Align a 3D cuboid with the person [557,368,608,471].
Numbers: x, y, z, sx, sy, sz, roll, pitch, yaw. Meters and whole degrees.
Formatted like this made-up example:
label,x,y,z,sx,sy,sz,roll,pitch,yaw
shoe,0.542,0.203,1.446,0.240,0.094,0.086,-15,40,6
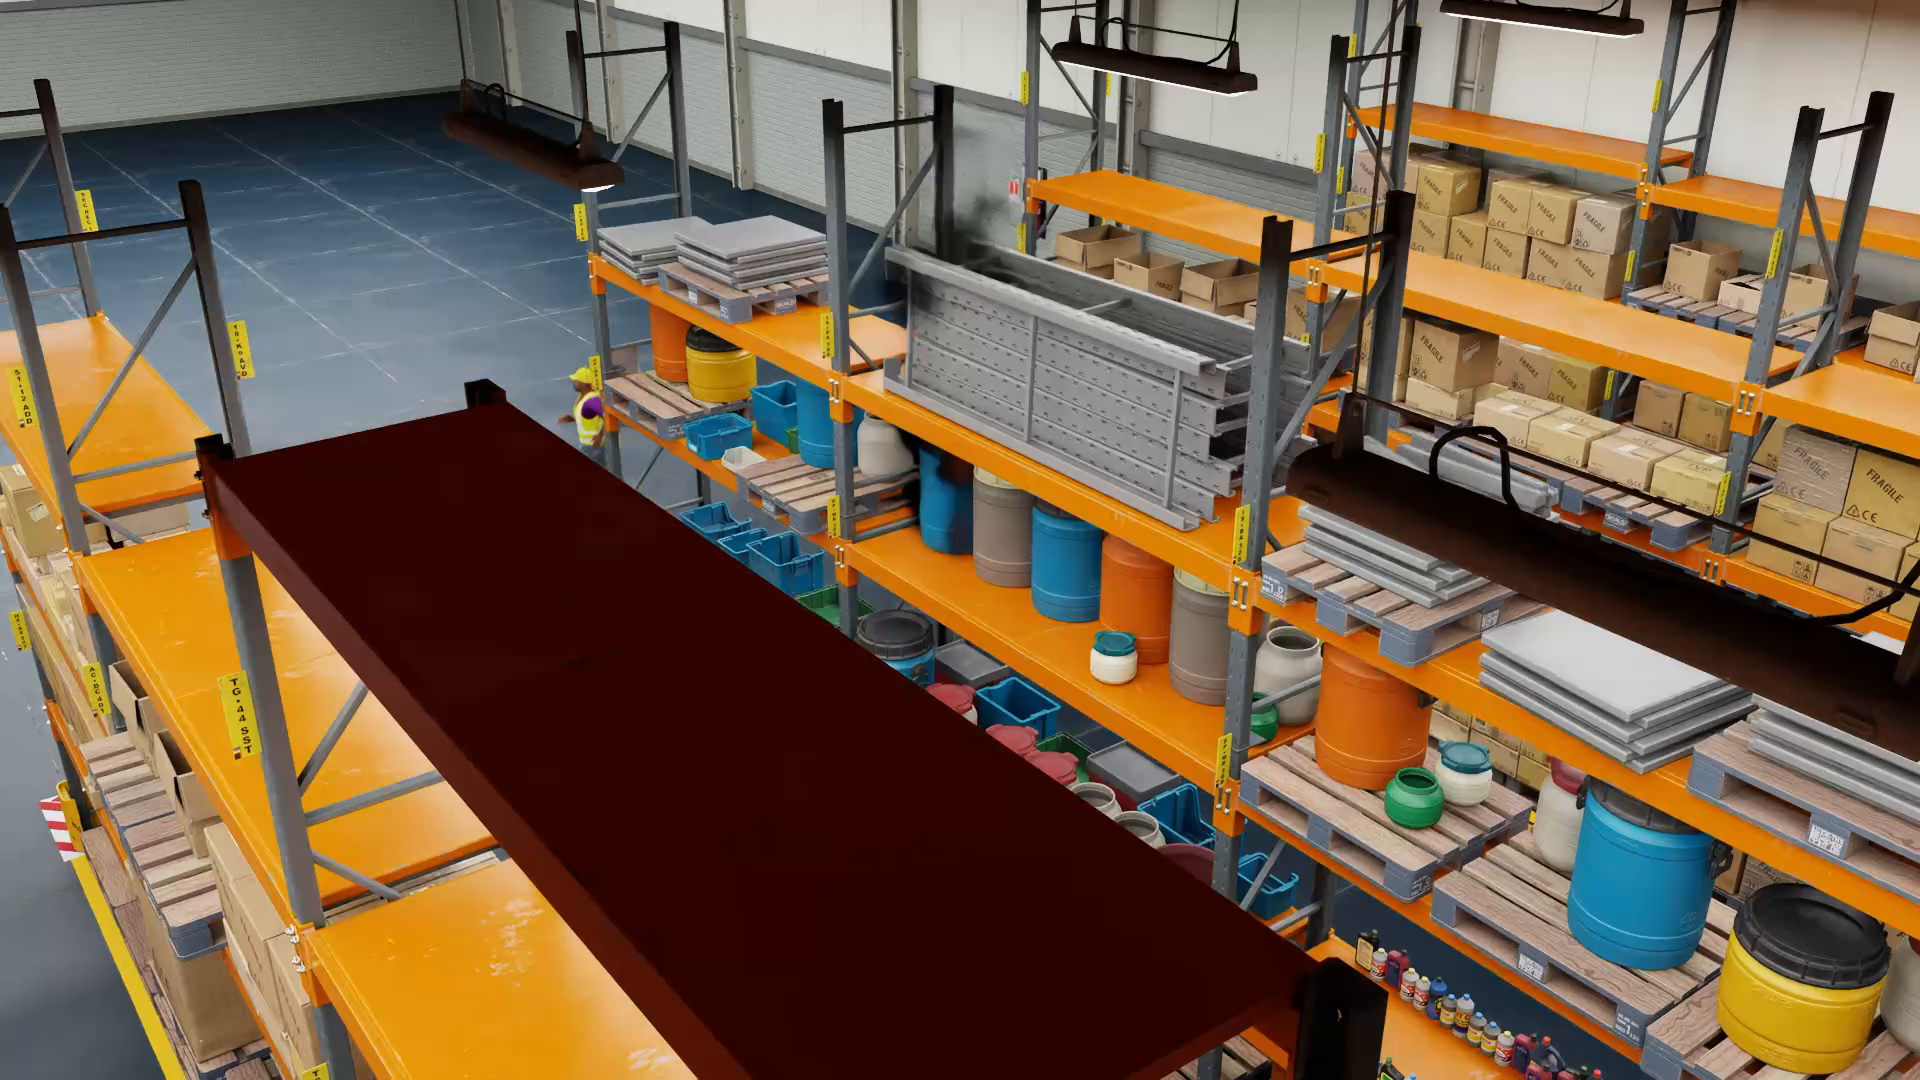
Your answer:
label,x,y,z,sx,sy,sz,roll,pitch,yaw
person,-4.285,-1.117,19.349,0.744,1.839,0.726,-4,25,-8
